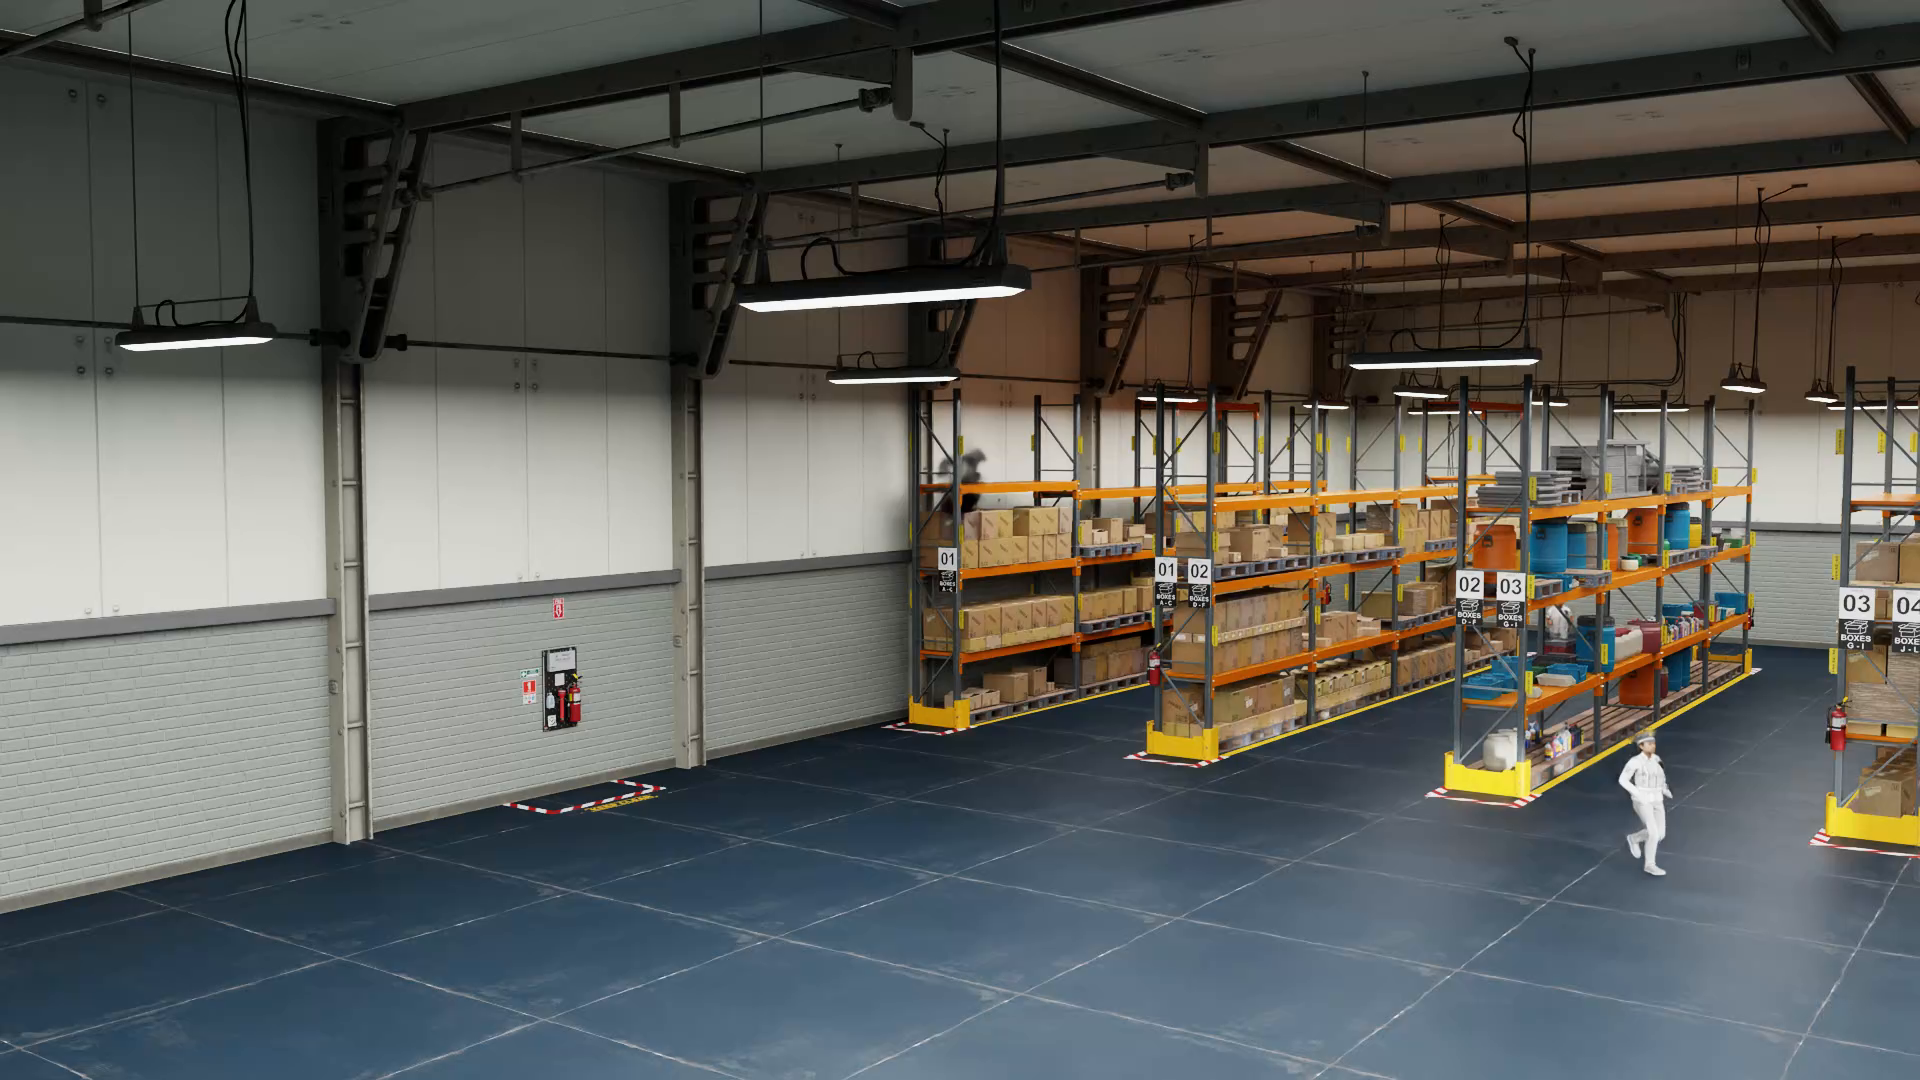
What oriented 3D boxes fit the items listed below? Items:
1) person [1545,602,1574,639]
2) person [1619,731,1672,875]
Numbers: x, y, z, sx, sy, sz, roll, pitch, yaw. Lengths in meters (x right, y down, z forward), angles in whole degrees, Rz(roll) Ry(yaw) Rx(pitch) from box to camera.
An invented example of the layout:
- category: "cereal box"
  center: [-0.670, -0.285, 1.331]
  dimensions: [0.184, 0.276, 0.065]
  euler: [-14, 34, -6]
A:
- category: "person"
  center: [13.281, 2.065, 36.883]
  dimensions: [0.604, 1.665, 0.942]
  euler: [1, 4, 22]
- category: "person"
  center: [8.059, 3.059, 19.538]
  dimensions: [0.592, 1.651, 0.647]
  euler: [-1, 3, -21]
